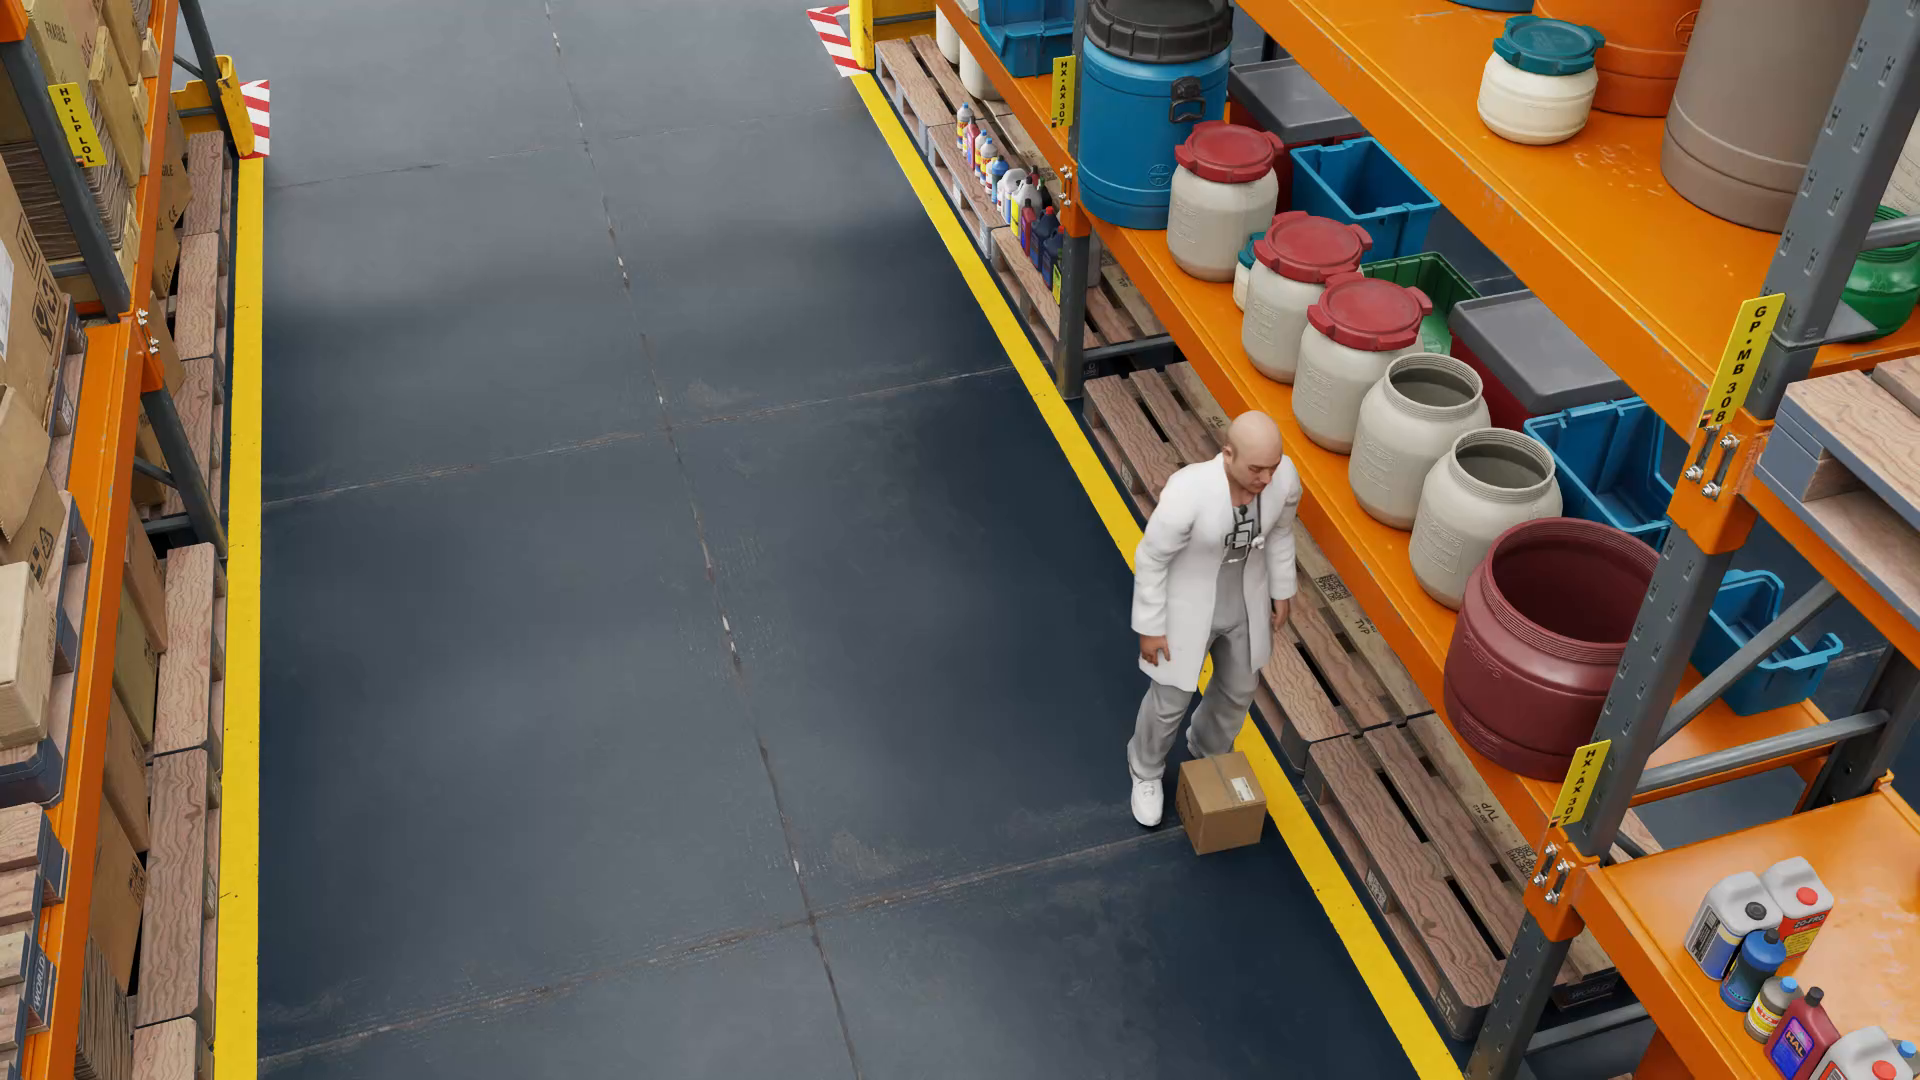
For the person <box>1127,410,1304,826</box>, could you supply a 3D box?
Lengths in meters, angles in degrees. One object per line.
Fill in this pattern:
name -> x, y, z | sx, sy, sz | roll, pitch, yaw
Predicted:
person -> 0.904, 0.251, 5.891 | 0.648, 1.772, 0.429 | -14, 44, -15
